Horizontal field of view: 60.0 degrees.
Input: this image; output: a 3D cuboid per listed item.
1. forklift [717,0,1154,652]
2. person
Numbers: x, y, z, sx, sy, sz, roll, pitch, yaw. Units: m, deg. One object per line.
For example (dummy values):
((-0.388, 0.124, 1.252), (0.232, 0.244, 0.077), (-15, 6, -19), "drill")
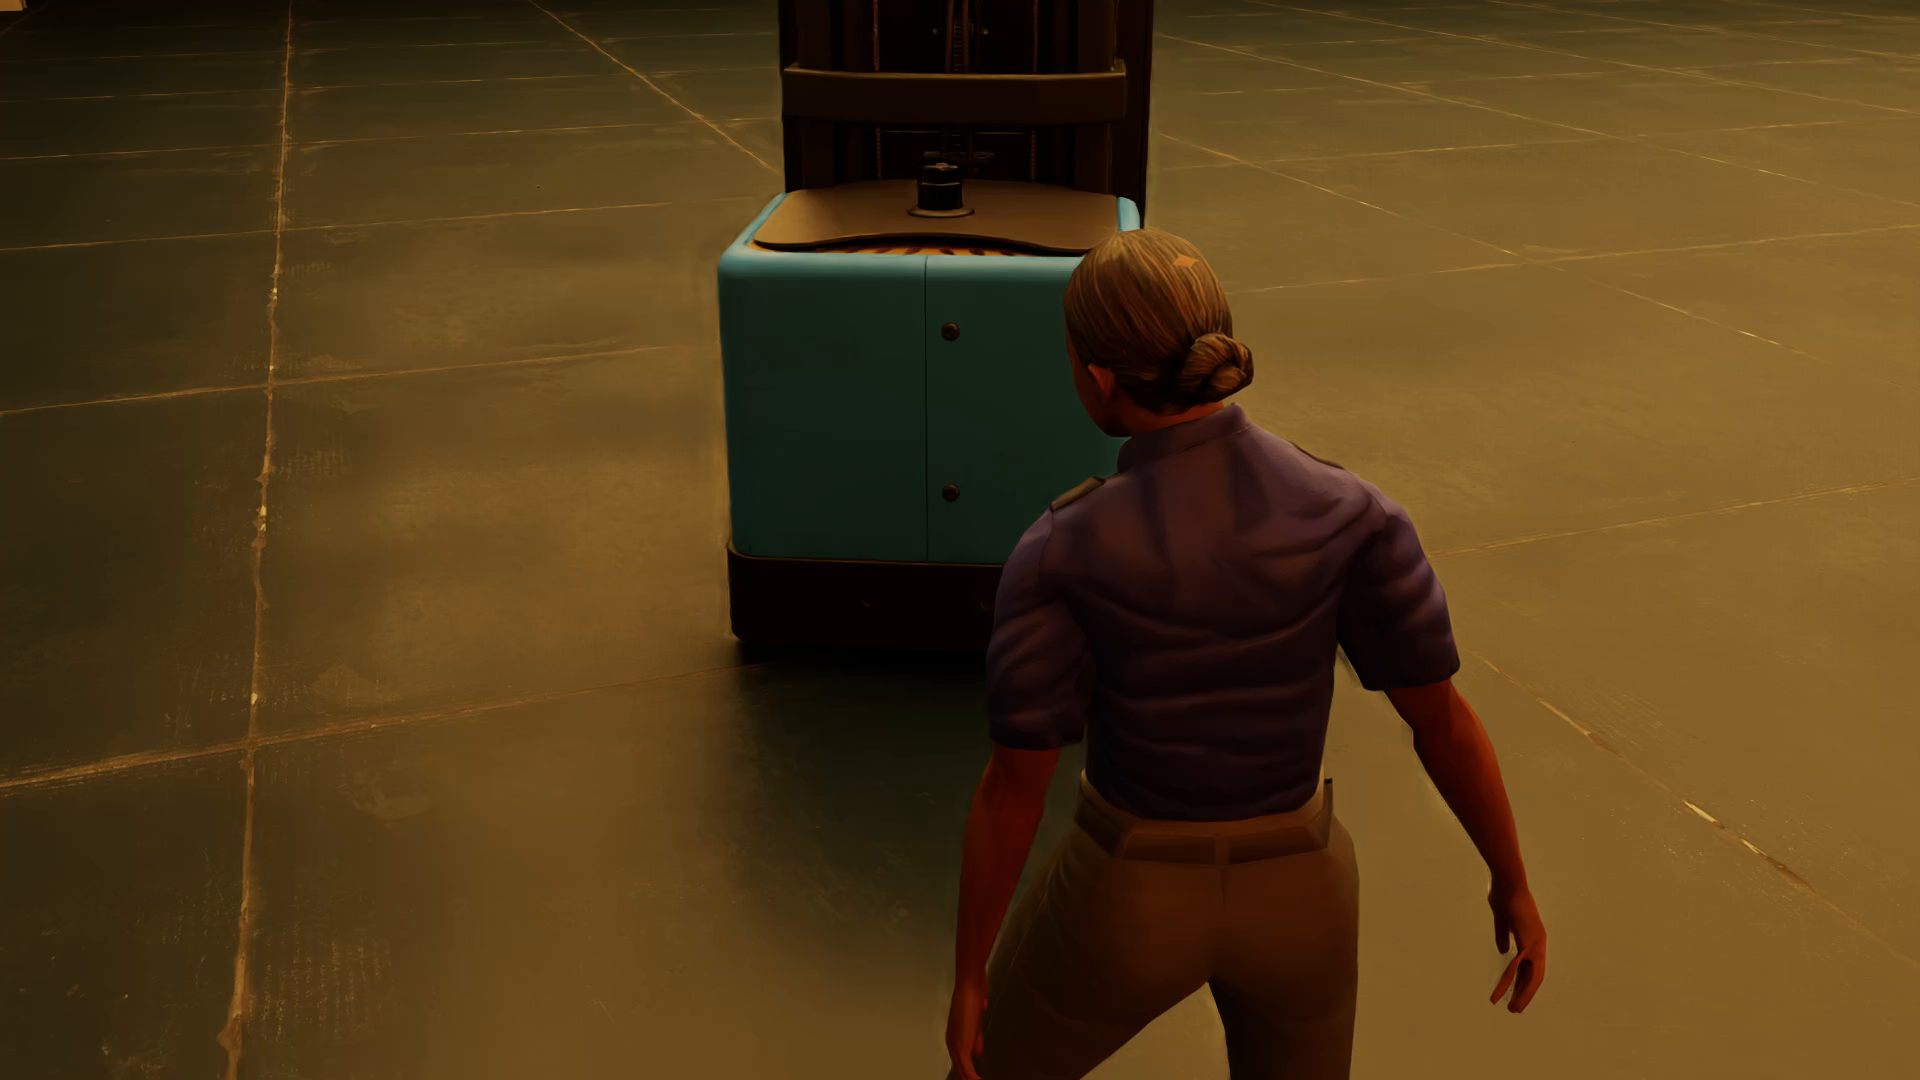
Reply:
((0.036, -1.589, 5.077), (1.130, 2.935, 3.031), (2, 23, 4), "forklift")
((0.283, 0.466, 1.968), (0.813, 1.636, 0.426), (-1, 23, -2), "person")
